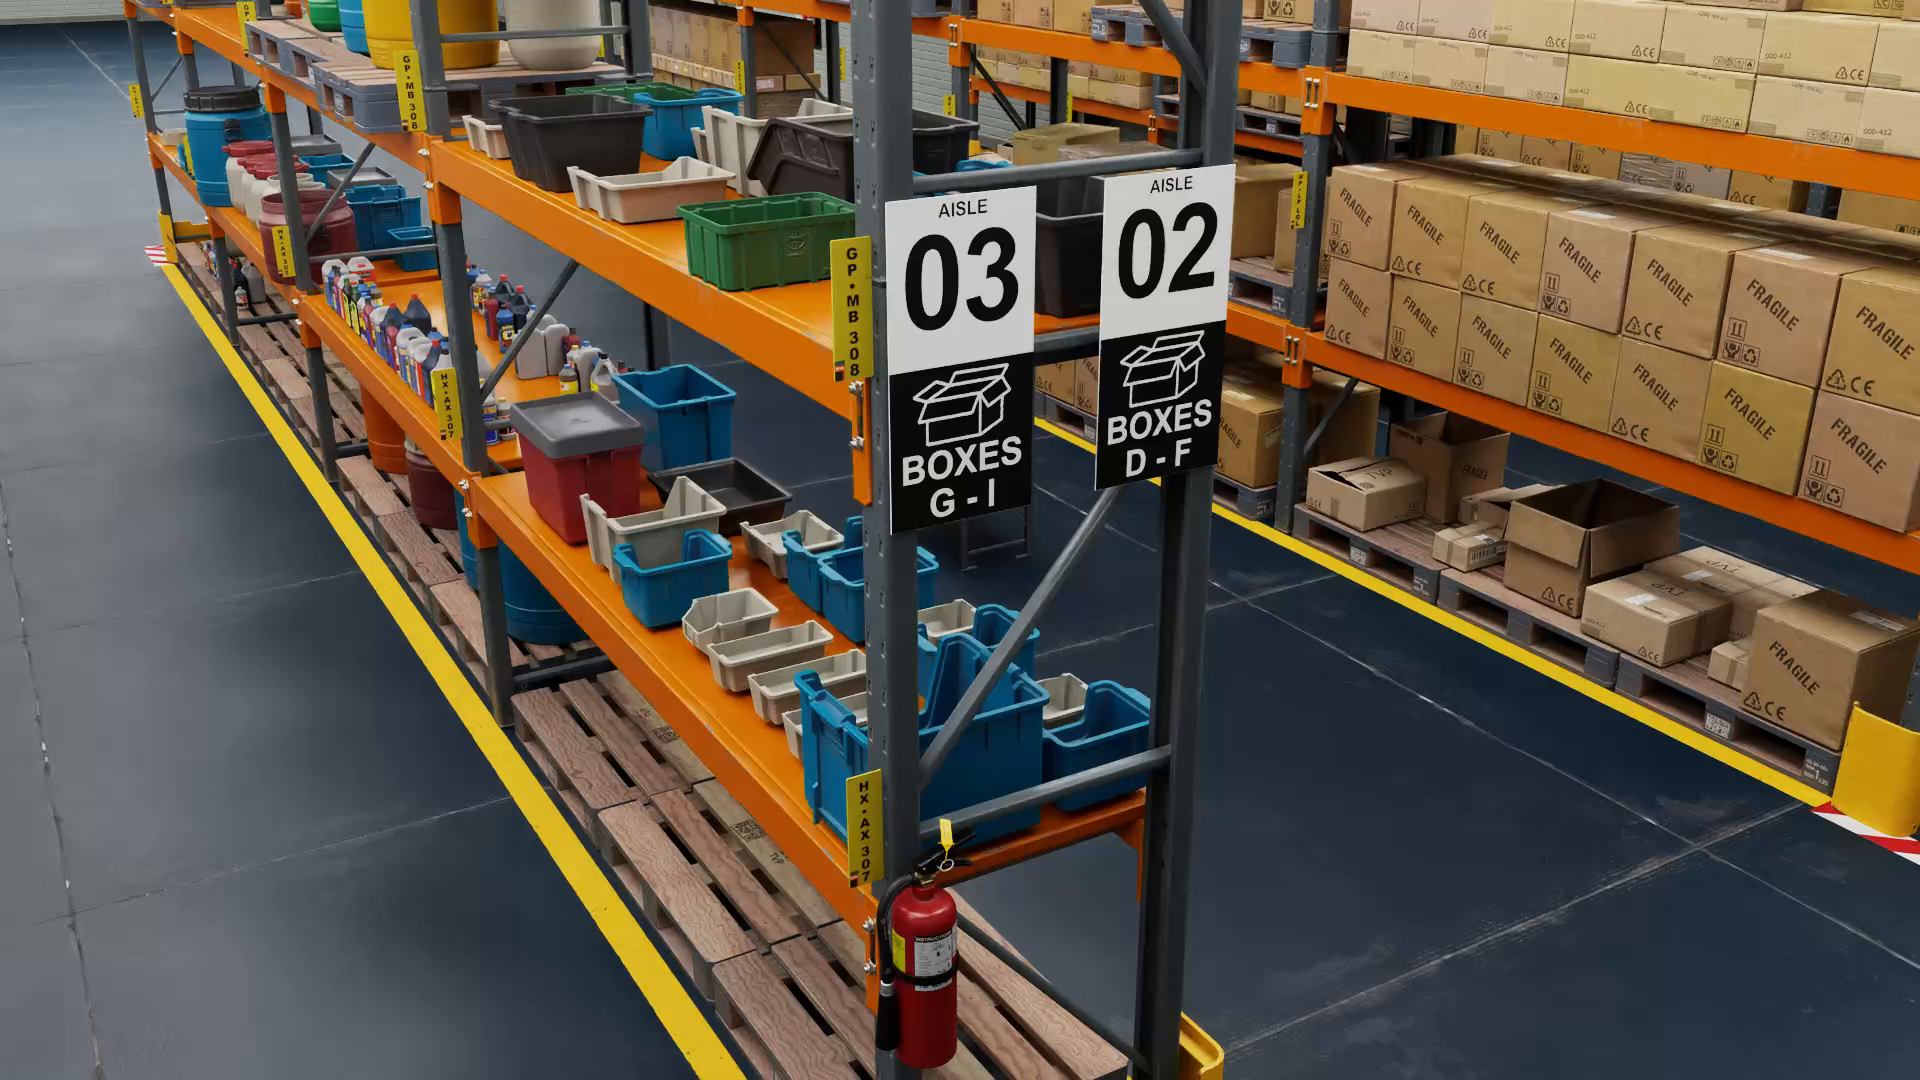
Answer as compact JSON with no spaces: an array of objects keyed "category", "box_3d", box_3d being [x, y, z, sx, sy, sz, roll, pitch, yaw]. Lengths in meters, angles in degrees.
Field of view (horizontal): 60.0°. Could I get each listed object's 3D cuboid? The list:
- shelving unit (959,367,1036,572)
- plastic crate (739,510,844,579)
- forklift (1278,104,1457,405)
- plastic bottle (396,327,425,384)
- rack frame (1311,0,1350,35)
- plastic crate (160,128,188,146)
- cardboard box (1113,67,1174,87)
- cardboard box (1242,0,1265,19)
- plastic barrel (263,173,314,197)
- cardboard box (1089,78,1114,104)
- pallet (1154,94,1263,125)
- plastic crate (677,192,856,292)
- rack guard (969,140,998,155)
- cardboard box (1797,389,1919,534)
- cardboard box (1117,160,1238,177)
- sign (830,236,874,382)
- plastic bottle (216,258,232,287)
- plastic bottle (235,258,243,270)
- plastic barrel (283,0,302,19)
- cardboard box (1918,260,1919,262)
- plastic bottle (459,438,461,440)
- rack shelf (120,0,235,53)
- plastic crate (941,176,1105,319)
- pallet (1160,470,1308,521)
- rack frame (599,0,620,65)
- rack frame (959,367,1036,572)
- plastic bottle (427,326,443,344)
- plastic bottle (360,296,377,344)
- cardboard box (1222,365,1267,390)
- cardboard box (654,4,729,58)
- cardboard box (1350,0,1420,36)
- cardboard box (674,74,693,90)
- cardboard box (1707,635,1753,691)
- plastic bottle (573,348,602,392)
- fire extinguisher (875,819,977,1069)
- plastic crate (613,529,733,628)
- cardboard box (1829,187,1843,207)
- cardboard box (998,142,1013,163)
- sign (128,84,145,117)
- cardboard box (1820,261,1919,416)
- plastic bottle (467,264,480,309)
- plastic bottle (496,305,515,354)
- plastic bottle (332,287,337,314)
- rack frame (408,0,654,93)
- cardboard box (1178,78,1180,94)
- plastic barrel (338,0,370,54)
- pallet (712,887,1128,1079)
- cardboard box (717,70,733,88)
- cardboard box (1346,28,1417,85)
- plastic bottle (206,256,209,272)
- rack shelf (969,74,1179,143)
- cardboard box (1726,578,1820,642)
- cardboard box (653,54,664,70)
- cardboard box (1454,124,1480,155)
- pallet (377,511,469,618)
[{"category":"shelving unit","box_3d":[-0.044,-0.722,10.097,0.538,1.500,1.048,-13,25,-28]},{"category":"plastic crate","box_3d":[-0.674,0.015,6.562,0.293,0.136,0.466,-13,25,-28]},{"category":"forklift","box_3d":[3.174,-2.897,13.545,1.130,2.935,3.031,-12,25,-27]},{"category":"plastic bottle","box_3d":[-2.933,-0.994,8.937,0.152,0.276,0.135,-13,25,-28]},{"category":"rack frame","box_3d":[2.438,-4.316,8.980,1.000,3.000,0.127,-13,25,-28]},{"category":"plastic crate","box_3d":[-7.772,-3.996,16.510,0.298,0.136,0.250,-13,25,-28]},{"category":"cardboard box","box_3d":[2.101,-5.461,18.941,0.500,0.500,0.500,-13,25,-28]},{"category":"cardboard box","box_3d":[1.883,-3.603,10.385,0.600,0.600,0.600,-13,25,-29]},{"category":"plastic barrel","box_3d":[-4.790,-2.360,11.987,0.421,0.512,0.421,0,22,0]},{"category":"cardboard box","box_3d":[1.858,-5.278,19.487,0.500,0.250,0.500,-12,25,-28]},{"category":"pallet","box_3d":[2.874,-4.716,18.186,1.003,0.211,1.213,-13,25,-28]},{"category":"plastic crate","box_3d":[-0.528,-0.846,4.708,0.450,0.188,0.336,-13,25,-28]},{"category":"rack guard","box_3d":[0.604,-5.193,22.424,1.175,0.500,0.348,-13,25,-28]},{"category":"cardboard box","box_3d":[4.018,-0.381,7.133,0.500,0.500,0.500,-12,25,-27]},{"category":"cardboard box","box_3d":[1.482,-2.338,11.389,0.500,0.500,0.700,20,30,41]},{"category":"sign","box_3d":[-0.244,-0.521,3.764,0.100,0.325,0.005,-13,25,-28]},{"category":"plastic bottle","box_3d":[-6.828,-2.490,15.488,0.152,0.276,0.135,-12,25,-27]},{"category":"plastic bottle","box_3d":[-6.674,-2.468,15.424,0.061,0.283,0.133,-13,25,-28]},{"category":"plastic barrel","box_3d":[-4.433,-3.988,11.586,0.600,0.830,0.708,-13,25,-28]},{"category":"cardboard box","box_3d":[4.481,-0.946,7.195,0.500,0.500,0.500,-12,25,-27]},{"category":"plastic bottle","box_3d":[-2.384,-0.591,8.046,0.097,0.201,0.097,0,22,0]},{"category":"rack shelf","box_3d":[-6.930,-4.879,15.303,1.077,0.370,4.000,-13,25,-28]},{"category":"plastic crate","box_3d":[0.264,-0.798,4.481,0.497,0.269,0.590,-13,25,-28]},{"category":"pallet","box_3d":[1.990,-0.501,11.264,1.003,0.211,1.213,-13,25,-28]},{"category":"rack frame","box_3d":[-3.692,-5.422,19.666,1.000,3.000,0.127,-13,25,-28]},{"category":"rack frame","box_3d":[0.216,-0.558,9.692,0.500,1.500,0.032,-13,25,-28]},{"category":"plastic bottle","box_3d":[-2.835,-1.021,9.012,0.097,0.271,0.097,0,22,0]},{"category":"plastic bottle","box_3d":[-3.415,-1.277,9.639,0.097,0.271,0.097,0,22,0]},{"category":"cardboard box","box_3d":[1.694,-0.849,11.152,0.500,0.500,0.500,-13,25,-28]},{"category":"cardboard box","box_3d":[-2.906,-5.566,18.166,0.700,0.500,0.500,-12,25,-28]},{"category":"cardboard box","box_3d":[2.473,-2.884,8.974,0.500,0.250,0.500,-13,25,-28]},{"category":"cardboard box","box_3d":[-2.671,-4.814,18.038,0.700,0.500,0.500,-12,25,-27]},{"category":"cardboard box","box_3d":[3.862,0.590,8.056,0.380,0.166,0.250,-13,25,-28]},{"category":"plastic bottle","box_3d":[-1.918,-0.870,8.632,0.152,0.276,0.135,-13,25,-28]},{"category":"fire extinguisher","box_3d":[-0.093,1.054,4.332,0.296,0.674,0.183,-13,25,-28]},{"category":"plastic crate","box_3d":[-1.048,0.144,6.117,0.416,0.233,0.300,-13,25,-28]},{"category":"cardboard box","box_3d":[6.676,-2.882,12.864,0.500,0.500,0.500,-14,26,-30]},{"category":"cardboard box","box_3d":[0.841,-5.093,21.843,0.500,0.311,0.500,-16,27,-34]},{"category":"sign","box_3d":[-8.427,-4.494,17.016,0.100,0.325,0.005,-13,25,-28]},{"category":"cardboard box","box_3d":[4.017,-0.843,6.941,0.500,0.500,0.500,-13,25,-29]},{"category":"plastic bottle","box_3d":[-3.032,-1.593,10.419,0.097,0.271,0.097,0,22,0]},{"category":"plastic bottle","box_3d":[-2.582,-1.202,9.456,0.097,0.271,0.097,0,22,0]},{"category":"plastic bottle","box_3d":[-3.837,-1.512,10.311,0.097,0.201,0.097,0,22,0]},{"category":"rack frame","box_3d":[-1.822,-3.365,6.639,1.000,3.000,0.127,-13,25,-28]},{"category":"cardboard box","box_3d":[2.839,-5.160,18.305,0.700,0.500,0.500,-13,25,-28]},{"category":"plastic barrel","box_3d":[-2.826,-2.925,8.317,0.600,0.901,0.708,-13,25,-28]},{"category":"pallet","box_3d":[-0.167,1.727,5.783,1.003,0.211,1.213,-13,25,-28]},{"category":"cardboard box","box_3d":[-2.232,-4.685,16.860,0.380,0.149,0.250,-13,26,-30]},{"category":"cardboard box","box_3d":[2.474,-2.652,9.068,0.500,0.250,0.500,-13,25,-28]},{"category":"plastic bottle","box_3d":[-7.241,-2.697,16.096,0.097,0.201,0.097,0,22,0]},{"category":"rack shelf","box_3d":[1.587,-5.395,20.556,1.077,0.370,4.000,-13,25,-28]},{"category":"cardboard box","box_3d":[4.192,0.435,8.324,0.500,0.250,0.500,-13,25,-28]},{"category":"cardboard box","box_3d":[-3.148,-5.266,18.290,0.380,0.149,0.250,-14,26,-30]},{"category":"cardboard box","box_3d":[4.680,-3.773,15.056,0.500,0.500,0.500,-12,25,-27]},{"category":"pallet","box_3d":[-2.808,0.053,9.900,1.003,0.211,1.213,-13,25,-28]}]
